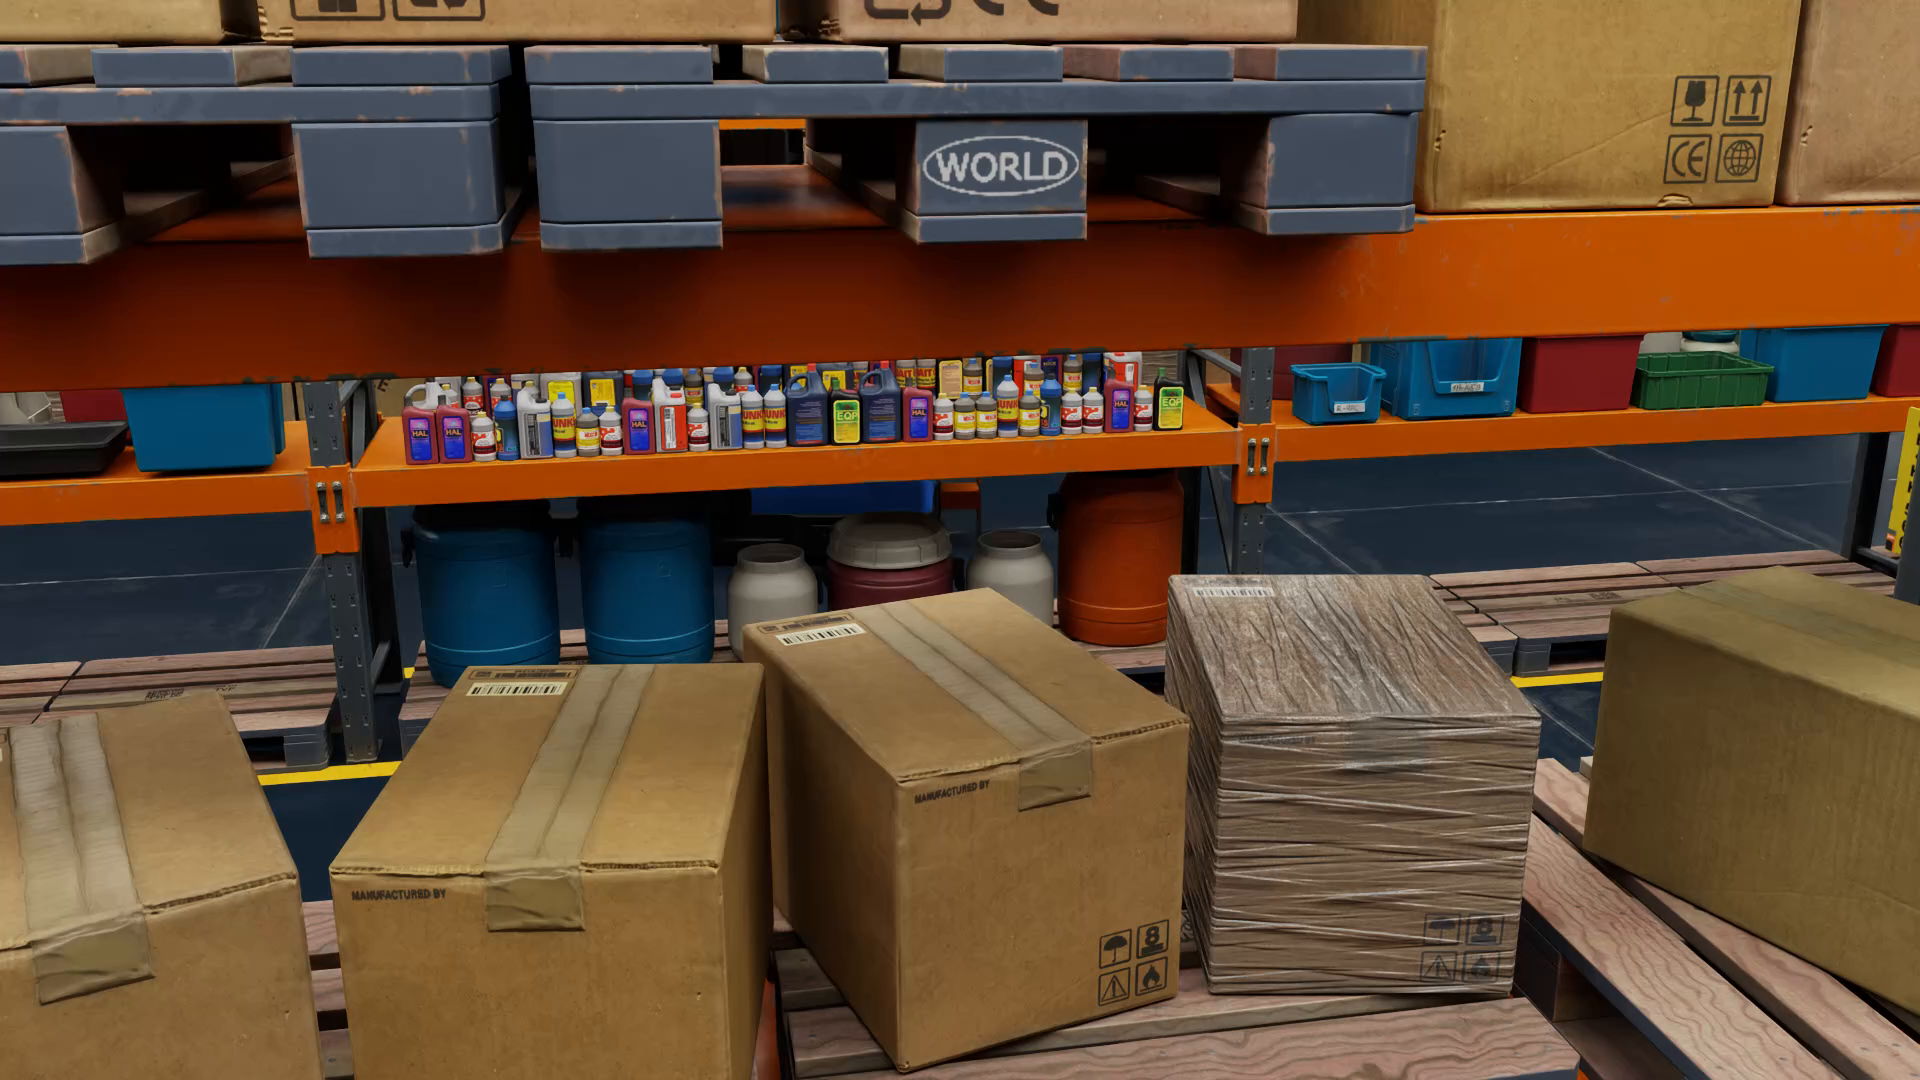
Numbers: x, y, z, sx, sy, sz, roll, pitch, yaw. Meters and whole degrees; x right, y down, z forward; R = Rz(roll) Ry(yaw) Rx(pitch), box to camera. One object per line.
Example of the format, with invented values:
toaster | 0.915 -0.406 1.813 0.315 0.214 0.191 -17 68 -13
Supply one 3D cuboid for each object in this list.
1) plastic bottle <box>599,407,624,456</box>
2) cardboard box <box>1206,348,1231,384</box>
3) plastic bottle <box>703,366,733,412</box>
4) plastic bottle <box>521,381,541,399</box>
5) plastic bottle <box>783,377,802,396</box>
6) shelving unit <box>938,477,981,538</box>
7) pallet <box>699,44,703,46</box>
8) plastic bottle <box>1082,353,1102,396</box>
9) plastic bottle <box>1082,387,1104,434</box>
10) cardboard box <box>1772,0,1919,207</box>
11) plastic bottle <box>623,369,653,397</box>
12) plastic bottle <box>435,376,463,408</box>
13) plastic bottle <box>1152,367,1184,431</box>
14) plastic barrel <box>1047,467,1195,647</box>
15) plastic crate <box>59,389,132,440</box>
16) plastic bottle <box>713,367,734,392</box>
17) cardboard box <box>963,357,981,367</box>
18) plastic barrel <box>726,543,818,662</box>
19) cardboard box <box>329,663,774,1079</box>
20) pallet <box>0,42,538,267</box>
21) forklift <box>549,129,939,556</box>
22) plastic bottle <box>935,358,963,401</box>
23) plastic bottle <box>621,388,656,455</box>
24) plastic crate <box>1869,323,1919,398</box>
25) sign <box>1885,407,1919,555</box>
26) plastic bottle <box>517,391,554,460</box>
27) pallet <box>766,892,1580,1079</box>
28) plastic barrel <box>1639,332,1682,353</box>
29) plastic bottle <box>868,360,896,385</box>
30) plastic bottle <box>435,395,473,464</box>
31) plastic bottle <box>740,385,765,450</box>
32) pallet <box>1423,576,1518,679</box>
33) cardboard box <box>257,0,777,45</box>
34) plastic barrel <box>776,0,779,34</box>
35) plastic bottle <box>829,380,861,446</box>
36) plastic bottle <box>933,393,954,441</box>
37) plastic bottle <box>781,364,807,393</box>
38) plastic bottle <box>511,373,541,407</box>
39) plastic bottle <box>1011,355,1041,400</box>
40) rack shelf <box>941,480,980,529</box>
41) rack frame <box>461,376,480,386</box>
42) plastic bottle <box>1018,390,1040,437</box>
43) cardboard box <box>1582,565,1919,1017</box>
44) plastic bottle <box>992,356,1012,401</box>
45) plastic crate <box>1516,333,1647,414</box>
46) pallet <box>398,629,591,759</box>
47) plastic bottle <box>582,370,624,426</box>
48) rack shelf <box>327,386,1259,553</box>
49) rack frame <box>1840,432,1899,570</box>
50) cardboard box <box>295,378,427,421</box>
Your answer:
plastic bottle | -1.479 -0.464 7.051 0.097 0.201 0.097 0 17 0
cardboard box | 2.065 -1.390 13.237 0.500 0.500 0.700 -2 17 -6
plastic bottle | -1.135 -0.738 7.816 0.135 0.276 0.152 -3 17 -10
plastic bottle | -1.949 -0.619 7.555 0.097 0.201 0.097 0 17 0
plastic bottle | -0.728 -0.583 7.320 0.097 0.271 0.097 0 17 0
shelving unit | -0.003 -0.494 10.131 0.252 1.050 0.215 -1 17 -3
pallet | -3.287 -6.350 21.089 1.213 0.211 1.003 -2 17 -8
plastic bottle | 0.647 -0.845 8.172 0.097 0.271 0.097 0 17 0
plastic bottle | 0.593 -0.581 7.434 0.097 0.201 0.097 0 17 0
cardboard box | 1.266 -0.827 2.616 0.500 0.500 0.910 -3 17 -10
plastic bottle | -1.495 -0.717 7.749 0.135 0.276 0.152 -3 17 -10
plastic bottle | -2.349 -0.669 7.592 0.135 0.276 0.152 -3 17 -10
plastic bottle | 0.936 -0.634 7.467 0.133 0.283 0.061 -3 17 -10
plastic barrel | 0.775 0.033 8.076 0.708 0.830 0.600 -3 17 -10
plastic crate | -3.599 -0.695 7.254 0.583 0.464 0.402 -3 17 -10
plastic bottle | -1.094 -0.700 7.703 0.097 0.271 0.097 0 17 0
cardboard box | -0.369 -1.416 12.717 0.875 0.875 1.225 -4 18 -13
plastic barrel | -0.871 0.305 7.732 0.421 0.512 0.421 0 17 0
cardboard box | -0.568 0.548 2.533 0.500 0.500 0.700 -1 17 -2
pallet | -1.085 -0.545 2.188 1.003 0.211 1.213 -3 17 -10
forklift | -1.658 -1.412 9.916 3.031 2.935 1.130 0 17 2
plastic bottle | -0.055 -0.816 8.059 0.133 0.283 0.061 -3 17 -10
plastic bottle | -1.362 -0.504 7.043 0.133 0.283 0.061 -3 17 -10
plastic crate | 4.763 -0.974 8.265 0.583 0.464 0.402 -3 17 -10
sign | 2.080 -0.121 3.624 0.005 0.325 0.100 -3 17 -10
plastic bottle | -1.789 -0.490 7.009 0.135 0.276 0.152 -3 17 -10
pallet | 0.280 0.794 2.945 1.213 0.211 1.003 -3 17 -10
plastic barrel | 3.479 -1.093 8.529 0.433 0.535 0.433 0 17 0
plastic bottle | -0.377 -0.798 7.999 0.133 0.283 0.061 -3 17 -10
plastic bottle | -2.103 -0.462 6.906 0.133 0.283 0.061 -3 17 -10
plastic bottle | -0.892 -0.530 7.149 0.097 0.271 0.097 0 17 0
pallet | 2.021 0.465 8.437 1.213 0.211 1.003 -3 17 -10
cardboard box | -0.578 -0.966 2.182 0.600 0.600 0.600 -3 17 -11
plastic barrel | -1.028 -2.626 7.076 0.708 0.901 0.600 -3 17 -10
plastic bottle | -0.498 -0.553 7.202 0.133 0.283 0.061 -3 17 -10
plastic bottle | -0.076 -0.543 7.310 0.097 0.201 0.097 0 17 0
plastic bottle | -0.753 -0.796 7.879 0.185 0.351 0.144 -3 17 -10
plastic bottle | -1.990 -0.689 7.658 0.135 0.276 0.152 -3 17 -10
plastic bottle | 0.312 -0.820 8.083 0.135 0.276 0.152 -3 17 -10
rack shelf | -0.003 -0.218 10.216 0.240 0.259 0.215 -1 17 -3
rack frame | -3.614 -2.041 11.847 0.127 3.000 1.000 -3 17 -10
plastic bottle | 0.306 -0.565 7.381 0.097 0.201 0.097 0 17 0
cardboard box | 1.592 0.411 2.978 0.500 0.500 0.700 -10 20 -29
plastic bottle | 0.205 -0.801 8.031 0.097 0.271 0.097 0 17 0
plastic crate | 2.897 -0.868 7.920 0.583 0.464 0.402 -3 17 -10
pallet | -1.909 0.689 7.709 1.213 0.211 1.003 -3 17 -10
plastic bottle | -1.626 -0.704 7.578 0.185 0.351 0.144 -3 17 -10
rack shelf | -0.711 -0.380 7.667 4.000 0.370 1.077 -3 17 -10
rack frame | 5.180 -1.059 8.649 0.127 3.000 1.000 -3 17 -10
cardboard box | -4.278 -1.212 12.053 0.875 0.875 0.875 -3 17 -10
